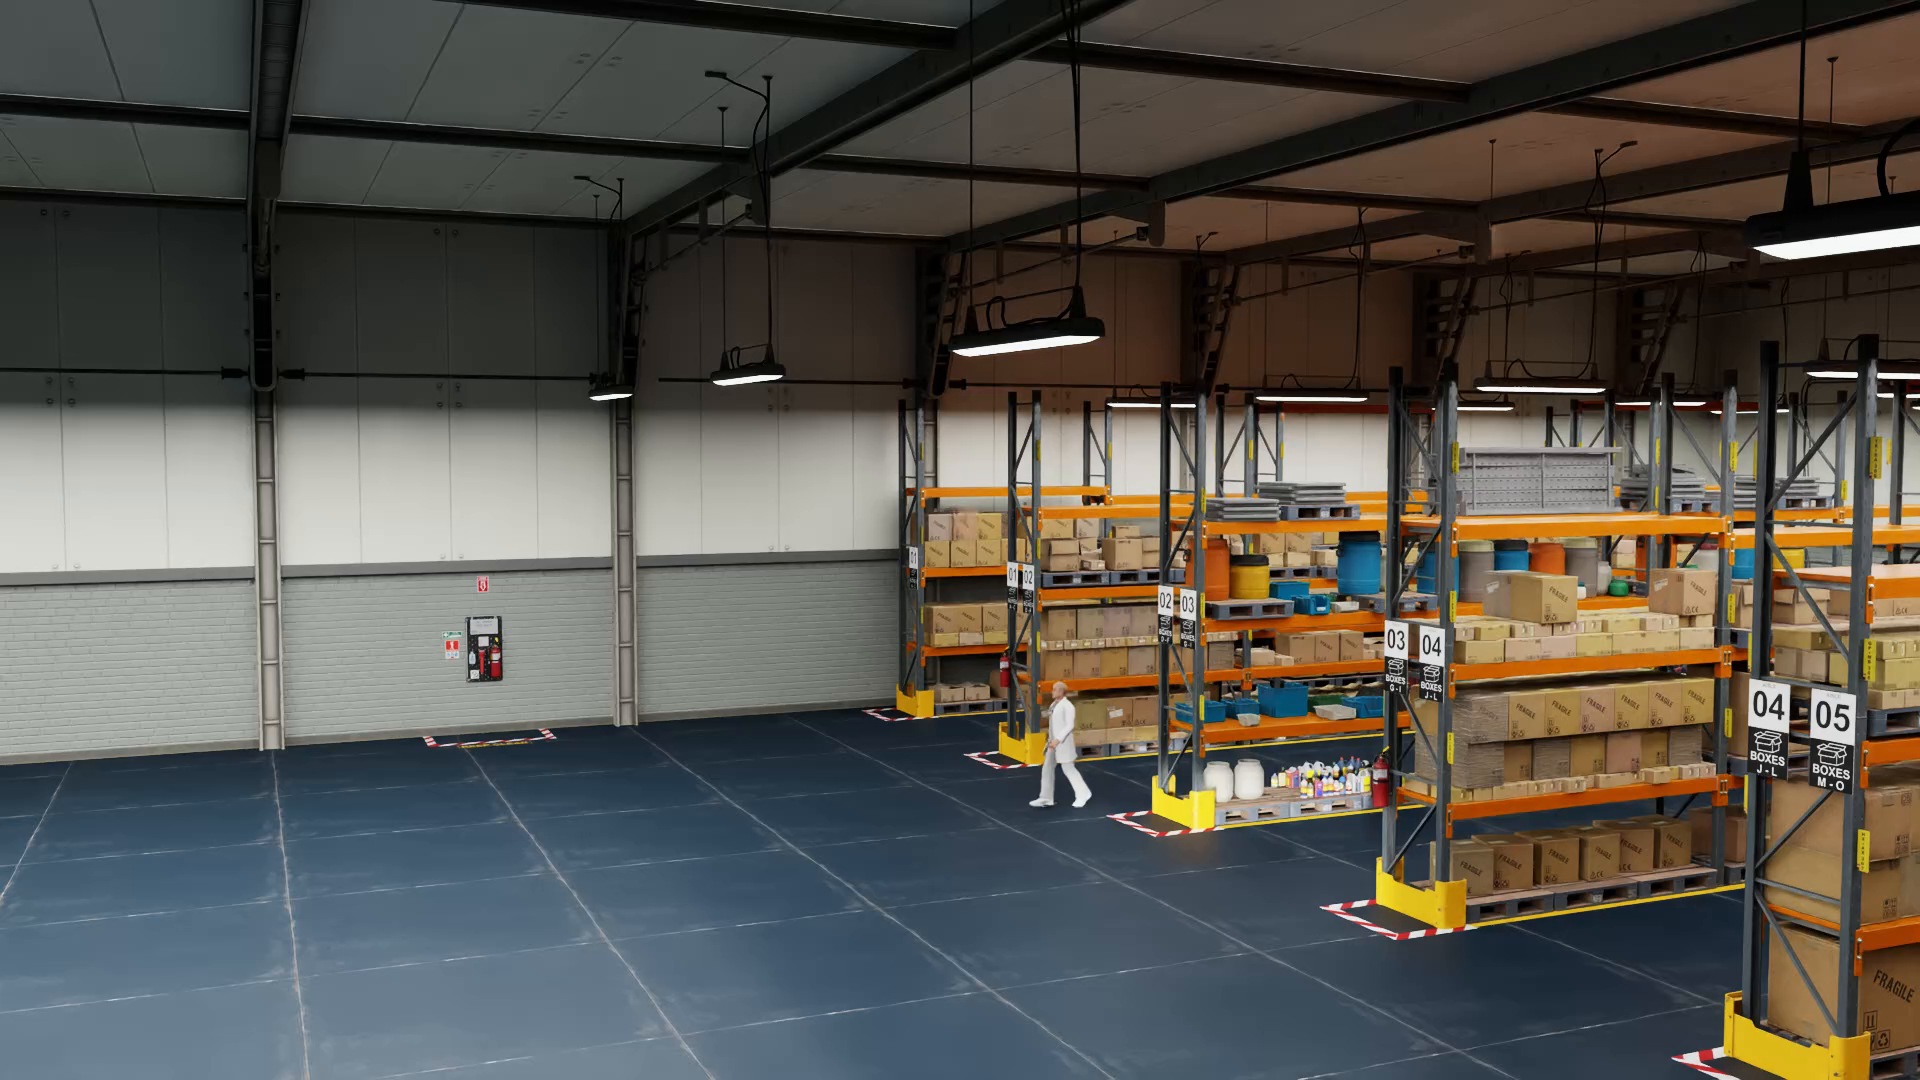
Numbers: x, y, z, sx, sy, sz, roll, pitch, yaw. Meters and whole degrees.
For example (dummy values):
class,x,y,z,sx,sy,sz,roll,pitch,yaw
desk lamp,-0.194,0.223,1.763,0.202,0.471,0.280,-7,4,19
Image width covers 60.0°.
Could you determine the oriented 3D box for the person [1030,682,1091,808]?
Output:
class,x,y,z,sx,sy,sz,roll,pitch,yaw
person,1.426,2.902,23.593,0.927,1.787,0.687,-1,4,-24
